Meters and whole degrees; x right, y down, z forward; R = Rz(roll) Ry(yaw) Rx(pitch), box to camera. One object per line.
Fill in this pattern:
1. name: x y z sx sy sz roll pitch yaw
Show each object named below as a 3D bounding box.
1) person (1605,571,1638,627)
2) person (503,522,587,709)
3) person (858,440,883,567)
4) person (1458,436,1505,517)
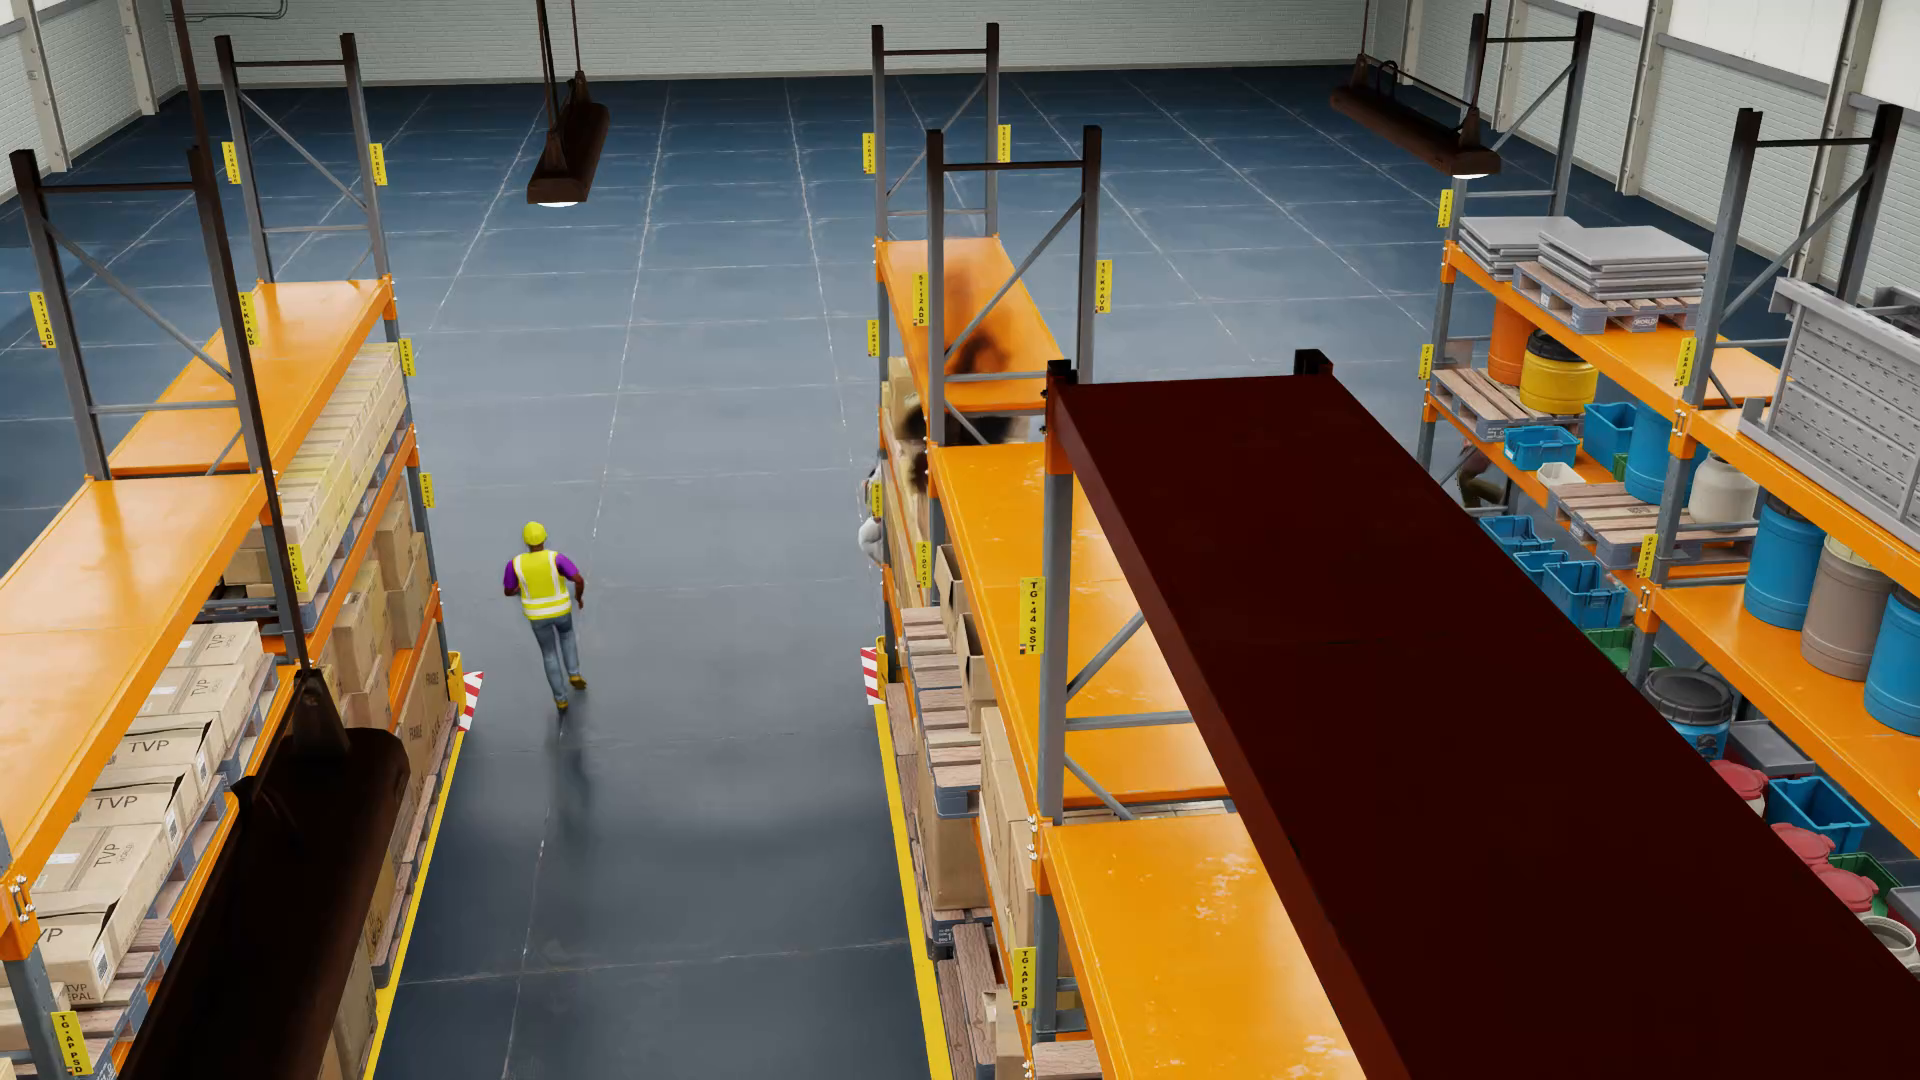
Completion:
1. person: 6.266 0.564 15.506 0.531 1.556 0.540 -10 27 -20
2. person: -3.748 0.675 15.096 0.693 1.800 0.741 -8 27 -16
3. person: -0.742 -0.279 17.035 0.815 1.730 0.688 19 31 34
4. person: 5.922 -1.045 18.688 0.669 1.724 0.707 8 27 17
